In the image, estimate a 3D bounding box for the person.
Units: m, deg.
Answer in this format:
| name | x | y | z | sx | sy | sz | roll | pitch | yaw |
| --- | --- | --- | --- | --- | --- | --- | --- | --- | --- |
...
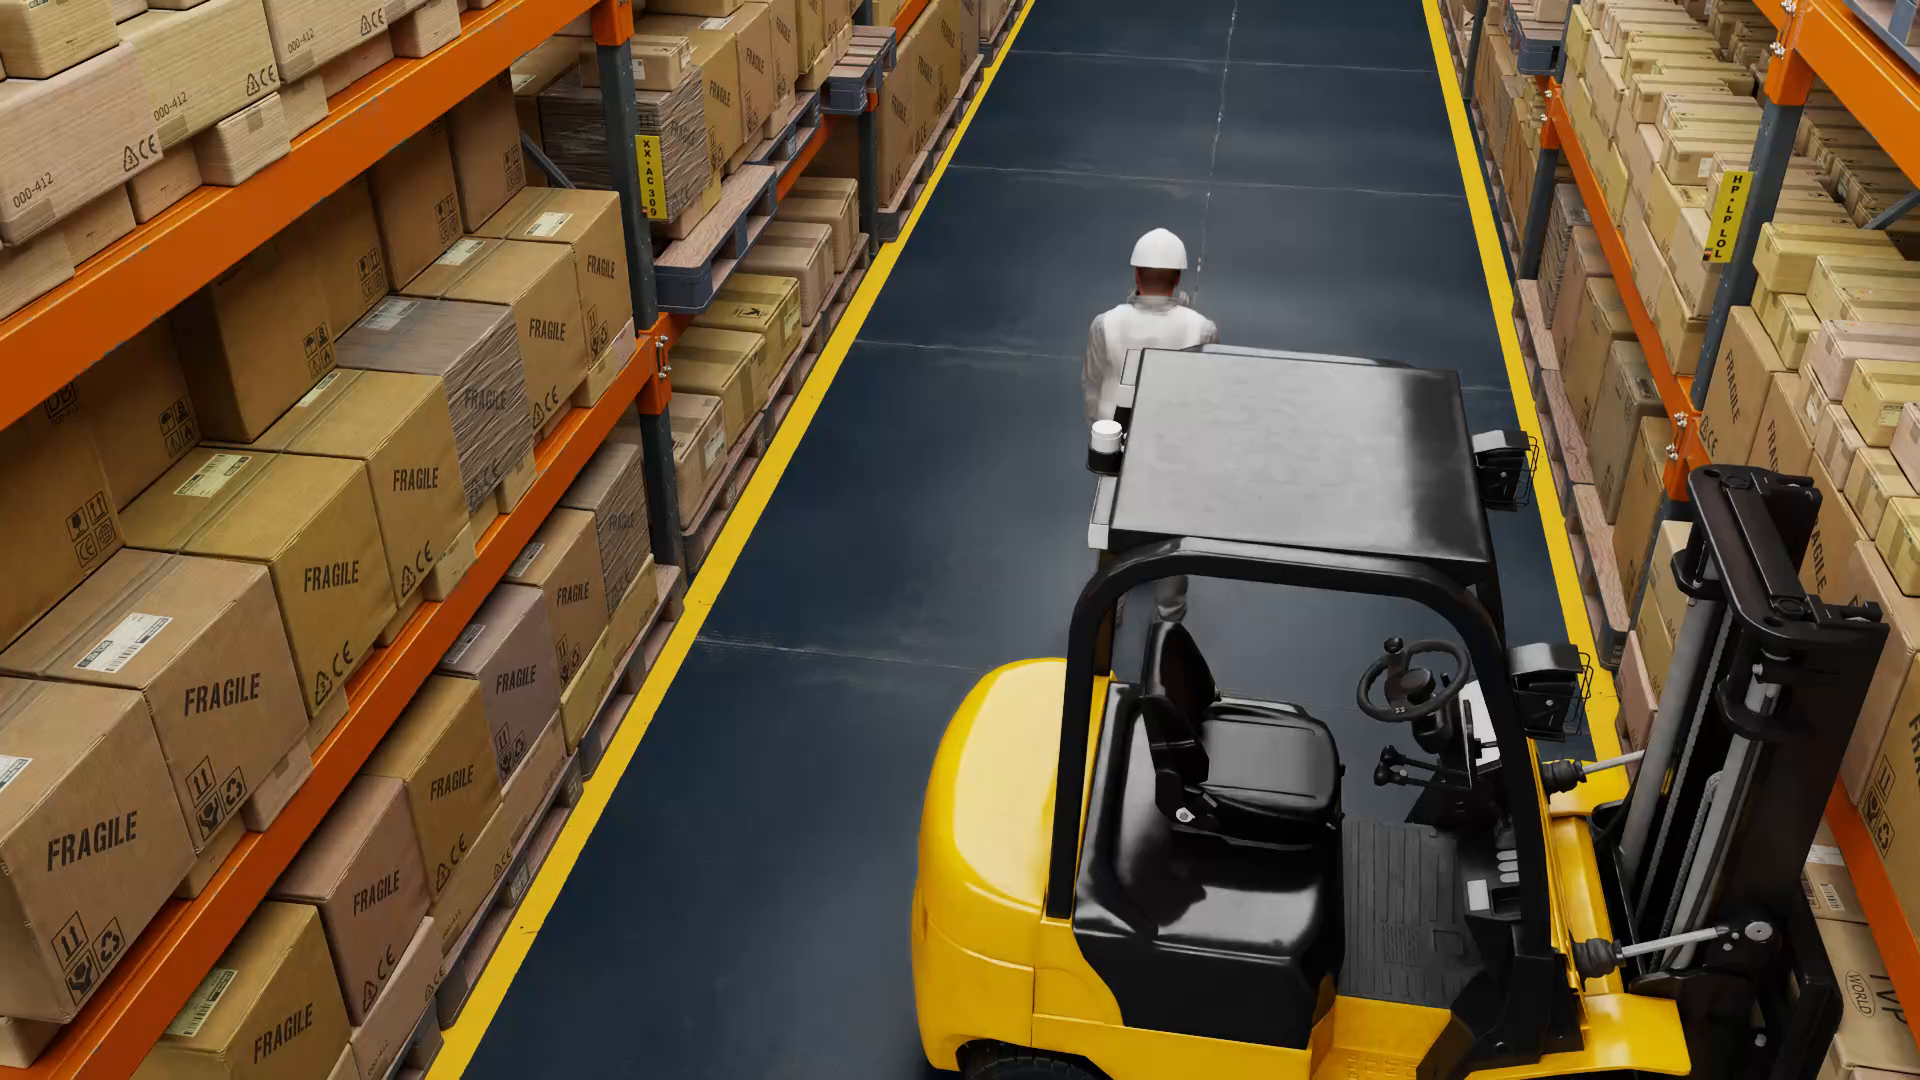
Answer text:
| name | x | y | z | sx | sy | sz | roll | pitch | yaw |
| --- | --- | --- | --- | --- | --- | --- | --- | --- | --- |
| person | 0.761 | -0.420 | 6.813 | 0.546 | 1.751 | 0.413 | 6 | 33 | 9 |
